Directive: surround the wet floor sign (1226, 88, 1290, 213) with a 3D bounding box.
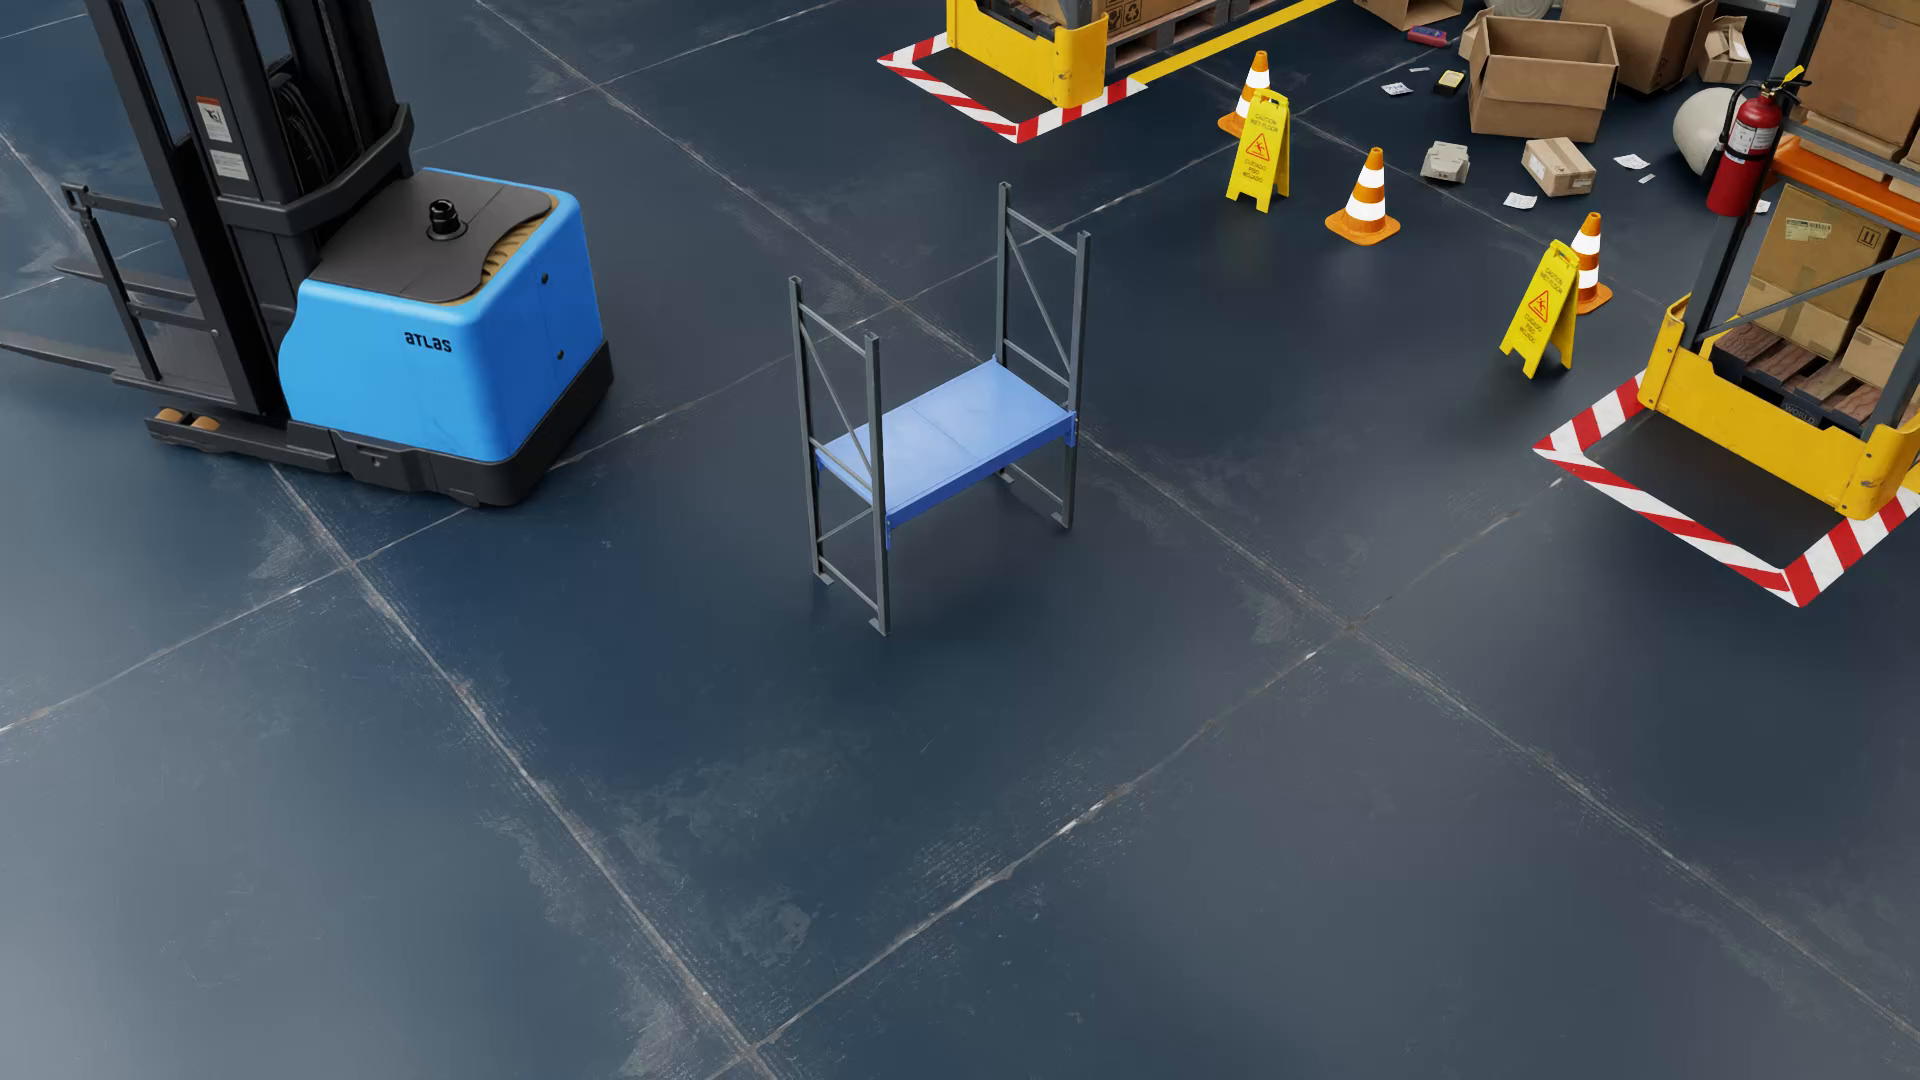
[{"bbox_3d":[1.662,-2.154,9.072,0.267,0.644,0.232,30,51,28],"label":"wet floor sign"}]

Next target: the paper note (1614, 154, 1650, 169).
[{"bbox_3d":[3.863,-2.178,9.555,0.142,0.019,0.148,-14,45,-14],"label":"paper note"}]

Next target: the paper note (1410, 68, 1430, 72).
[{"bbox_3d":[2.866,-2.932,10.365,0.123,0.001,0.032,-7,44,-7],"label":"paper note"}]

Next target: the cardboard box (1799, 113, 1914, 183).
[{"bbox_3d":[3.817,-1.694,7.046,0.250,0.149,0.380,-28,50,-27],"label":"cardboard box"}]

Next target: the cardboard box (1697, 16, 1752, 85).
[{"bbox_3d":[4.734,-3.039,10.292,0.258,0.266,0.396,7,44,7],"label":"cardboard box"}]

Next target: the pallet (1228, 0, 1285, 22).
[{"bbox_3d":[1.913,-3.973,11.326,1.213,0.211,1.003,-30,51,-28],"label":"pallet"}]

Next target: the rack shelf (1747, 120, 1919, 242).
[{"bbox_3d":[5.202,-2.126,7.848,4.000,0.370,1.077,-30,51,-28],"label":"rack shelf"}]

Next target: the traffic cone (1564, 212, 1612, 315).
[{"bbox_3d":[3.170,-1.451,8.457,0.334,0.463,0.336,-30,51,-28],"label":"traffic cone"}]

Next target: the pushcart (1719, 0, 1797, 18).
[{"bbox_3d":[5.235,-3.486,10.686,1.648,0.377,0.936,22,47,21],"label":"pushcart"}]

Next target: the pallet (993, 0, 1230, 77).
[{"bbox_3d":[0.977,-3.440,10.759,1.213,0.211,1.003,-30,51,-28],"label":"pallet"}]

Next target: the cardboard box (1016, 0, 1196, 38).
[{"bbox_3d":[0.892,-3.775,10.324,0.875,0.875,0.875,-29,51,-28],"label":"cardboard box"}]

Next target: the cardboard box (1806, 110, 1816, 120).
[{"bbox_3d":[3.940,-1.864,7.227,0.250,0.149,0.380,-30,51,-28],"label":"cardboard box"}]

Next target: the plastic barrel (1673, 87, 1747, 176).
[{"bbox_3d":[4.281,-2.272,9.360,0.421,0.421,0.512,0,43,0],"label":"plastic barrel"}]

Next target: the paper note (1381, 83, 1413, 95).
[{"bbox_3d":[2.674,-2.760,10.168,0.142,0.017,0.144,-14,45,-14],"label":"paper note"}]

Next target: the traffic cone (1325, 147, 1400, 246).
[{"bbox_3d":[2.197,-1.884,8.918,0.334,0.463,0.336,-30,51,-28],"label":"traffic cone"}]

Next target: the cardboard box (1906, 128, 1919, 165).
[{"bbox_3d":[4.209,-1.717,6.596,0.500,0.500,0.500,-31,51,-28],"label":"cardboard box"}]

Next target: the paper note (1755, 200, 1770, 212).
[{"bbox_3d":[4.405,-1.862,9.210,0.142,0.019,0.148,22,47,21],"label":"paper note"}]

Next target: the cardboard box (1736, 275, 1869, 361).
[{"bbox_3d":[4.133,-1.167,8.003,0.500,0.250,0.500,-30,51,-28],"label":"cardboard box"}]

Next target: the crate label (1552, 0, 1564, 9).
[{"bbox_3d":[3.997,-3.643,11.029,0.298,0.136,0.250,7,44,7],"label":"crate label"}]

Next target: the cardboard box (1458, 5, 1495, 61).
[{"bbox_3d":[3.346,-3.102,10.359,0.258,0.266,0.396,-21,47,-21],"label":"cardboard box"}]

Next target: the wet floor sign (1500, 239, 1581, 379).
[{"bbox_3d":[2.835,-1.130,7.981,0.232,0.644,0.267,-14,45,-14],"label":"wet floor sign"}]

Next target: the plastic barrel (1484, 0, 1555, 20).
[{"bbox_3d":[3.596,-3.578,10.751,0.421,0.421,0.512,0,43,0],"label":"plastic barrel"}]

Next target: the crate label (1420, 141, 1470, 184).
[{"bbox_3d":[2.760,-2.144,9.432,0.250,0.136,0.298,14,45,15],"label":"crate label"}]

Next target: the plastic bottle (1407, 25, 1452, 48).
[{"bbox_3d":[3.014,-3.212,10.625,0.283,0.061,0.133,22,47,21],"label":"plastic bottle"}]

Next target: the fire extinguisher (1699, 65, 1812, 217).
[{"bbox_3d":[3.284,-1.673,6.897,0.183,0.674,0.296,-30,51,-28],"label":"fire extinguisher"}]

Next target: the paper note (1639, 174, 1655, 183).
[{"bbox_3d":[3.894,-2.048,9.424,0.123,0.001,0.032,-30,51,-28],"label":"paper note"}]

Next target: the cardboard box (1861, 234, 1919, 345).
[{"bbox_3d":[4.482,-1.153,7.441,0.500,0.500,0.500,-32,52,-29],"label":"cardboard box"}]

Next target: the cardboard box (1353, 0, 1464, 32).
[{"bbox_3d":[2.950,-3.690,10.812,0.500,0.500,0.500,-21,47,-21],"label":"cardboard box"}]

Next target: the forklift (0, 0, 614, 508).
[{"bbox_3d":[-3.232,-1.802,7.028,3.031,2.935,1.130,12,45,13],"label":"forklift"}]

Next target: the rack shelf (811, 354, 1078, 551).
[{"bbox_3d":[-0.065,-0.378,6.820,1.000,0.185,0.538,-30,51,-28],"label":"rack shelf"}]

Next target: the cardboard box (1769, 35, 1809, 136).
[{"bbox_3d":[5.041,-2.600,9.651,0.500,0.500,0.500,0,43,0],"label":"cardboard box"}]

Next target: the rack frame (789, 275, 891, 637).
[{"bbox_3d":[-0.455,-0.286,6.459,0.032,1.500,0.500,-30,51,-28],"label":"rack frame"}]

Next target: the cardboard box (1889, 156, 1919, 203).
[{"bbox_3d":[4.061,-1.458,6.795,0.250,0.149,0.380,-30,51,-28],"label":"cardboard box"}]

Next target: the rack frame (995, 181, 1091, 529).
[{"bbox_3d":[0.325,-0.732,6.934,0.032,1.500,0.500,-30,51,-28],"label":"rack frame"}]

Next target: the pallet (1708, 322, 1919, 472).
[{"bbox_3d":[4.372,-0.865,8.016,1.213,0.211,1.003,-30,51,-28],"label":"pallet"}]

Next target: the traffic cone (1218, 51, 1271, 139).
[{"bbox_3d":[1.733,-2.627,9.709,0.334,0.463,0.336,-30,51,-28],"label":"traffic cone"}]

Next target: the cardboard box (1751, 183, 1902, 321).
[{"bbox_3d":[4.115,-1.422,7.727,0.500,0.500,0.500,-29,51,-28],"label":"cardboard box"}]

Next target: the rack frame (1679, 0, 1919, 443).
[{"bbox_3d":[3.668,-1.509,6.666,0.127,3.000,1.000,-30,51,-28],"label":"rack frame"}]

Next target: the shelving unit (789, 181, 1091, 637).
[{"bbox_3d":[-0.065,-0.509,6.697,1.048,1.500,0.538,-30,51,-28],"label":"shelving unit"}]

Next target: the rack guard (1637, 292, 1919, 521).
[{"bbox_3d":[3.726,-0.632,7.557,0.348,0.500,1.175,-30,51,-28],"label":"rack guard"}]

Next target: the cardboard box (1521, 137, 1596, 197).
[{"bbox_3d":[3.376,-2.106,9.384,0.250,0.149,0.380,-7,44,-7],"label":"cardboard box"}]

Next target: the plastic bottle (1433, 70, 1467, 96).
[{"bbox_3d":[3.015,-2.821,10.209,0.133,0.061,0.283,22,47,21],"label":"plastic bottle"}]

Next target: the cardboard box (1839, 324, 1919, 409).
[{"bbox_3d":[4.464,-0.869,7.686,0.500,0.250,0.500,-30,51,-28],"label":"cardboard box"}]

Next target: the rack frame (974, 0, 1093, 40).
[{"bbox_3d":[0.414,-4.064,9.386,0.127,3.000,1.000,-30,51,-28],"label":"rack frame"}]

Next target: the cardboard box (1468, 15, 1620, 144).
[{"bbox_3d":[3.391,-2.700,9.758,0.797,0.503,0.637,7,44,7],"label":"cardboard box"}]

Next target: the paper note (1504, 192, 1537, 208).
[{"bbox_3d":[3.116,-1.888,9.237,0.148,0.019,0.142,22,47,21],"label":"paper note"}]

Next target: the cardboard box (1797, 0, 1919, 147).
[{"bbox_3d":[3.907,-2.037,6.938,0.500,0.500,0.500,-31,51,-29],"label":"cardboard box"}]

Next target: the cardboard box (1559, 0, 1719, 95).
[{"bbox_3d":[4.103,-3.165,10.153,0.503,0.637,0.797,-30,51,-28],"label":"cardboard box"}]

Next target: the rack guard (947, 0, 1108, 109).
[{"bbox_3d":[0.396,-3.143,10.231,0.348,0.500,1.175,-30,51,-28],"label":"rack guard"}]
